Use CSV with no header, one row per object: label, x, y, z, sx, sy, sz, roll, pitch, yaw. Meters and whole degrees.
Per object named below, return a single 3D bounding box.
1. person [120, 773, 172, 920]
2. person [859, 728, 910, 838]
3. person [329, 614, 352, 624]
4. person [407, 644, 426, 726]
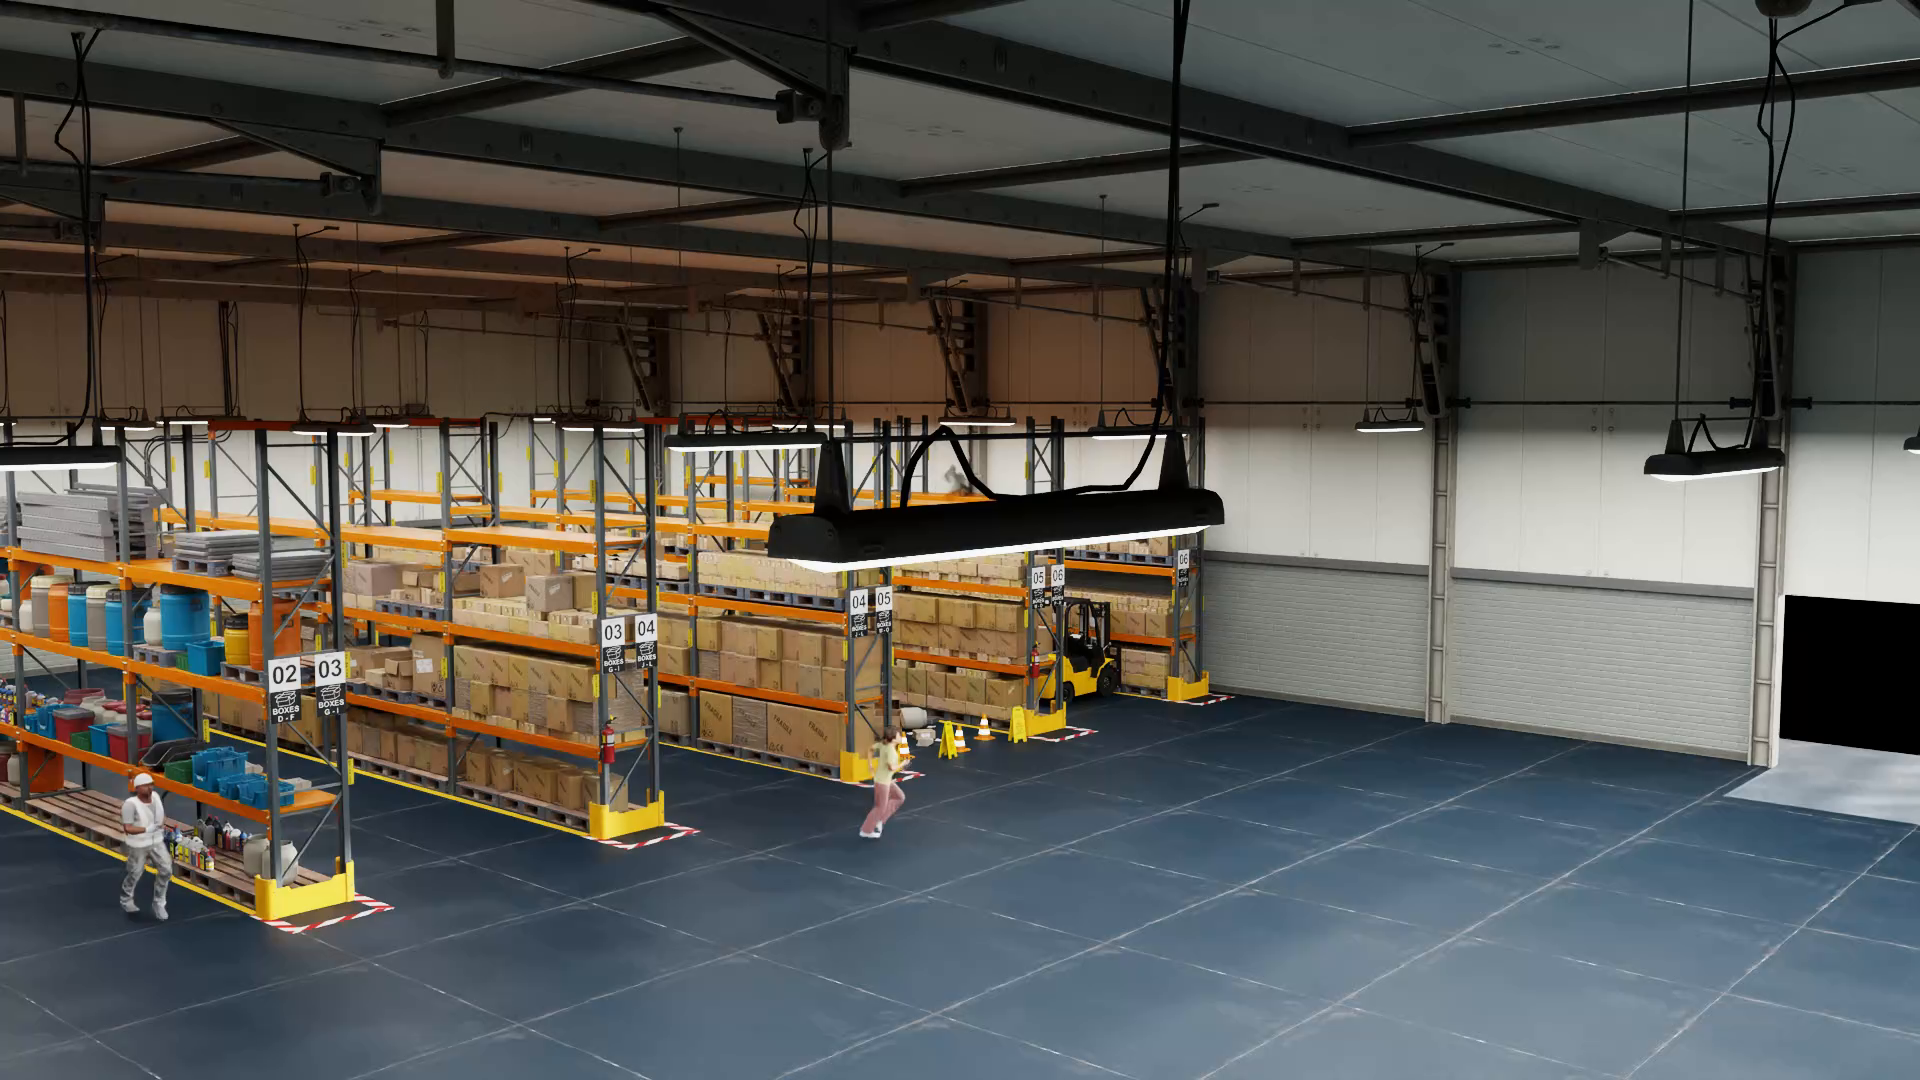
person,-9.954,3.753,20.341,0.851,1.834,0.657,3,5,29
person,-1.090,3.513,24.051,0.739,1.606,0.548,-1,5,-8
person,-14.722,2.239,39.374,0.934,1.719,0.789,-5,7,-43
person,-10.360,2.834,31.519,0.834,1.746,0.718,3,6,35
